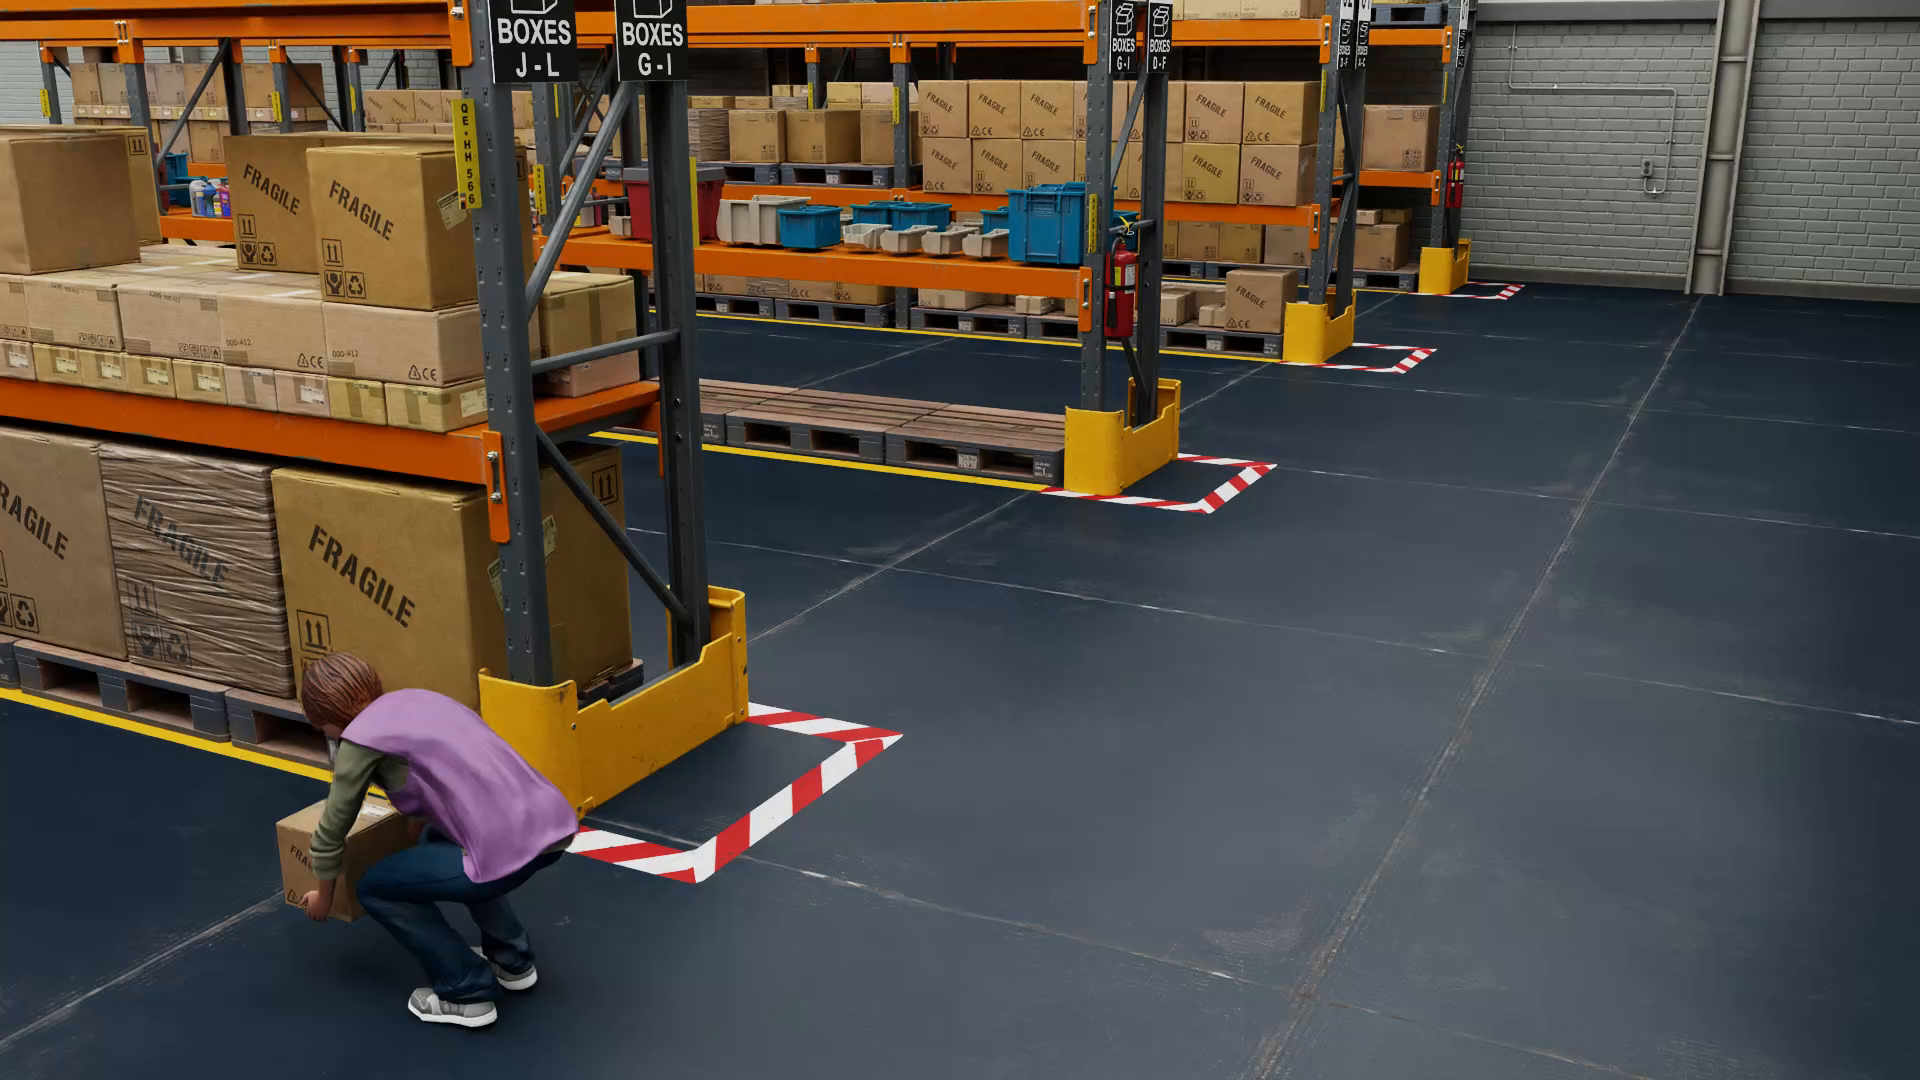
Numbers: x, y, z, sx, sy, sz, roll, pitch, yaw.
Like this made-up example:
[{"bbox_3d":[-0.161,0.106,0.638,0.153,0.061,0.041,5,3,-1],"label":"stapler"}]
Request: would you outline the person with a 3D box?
[{"bbox_3d":[-1.400,0.794,4.447,0.782,0.960,0.446,8,18,25],"label":"person"}]
